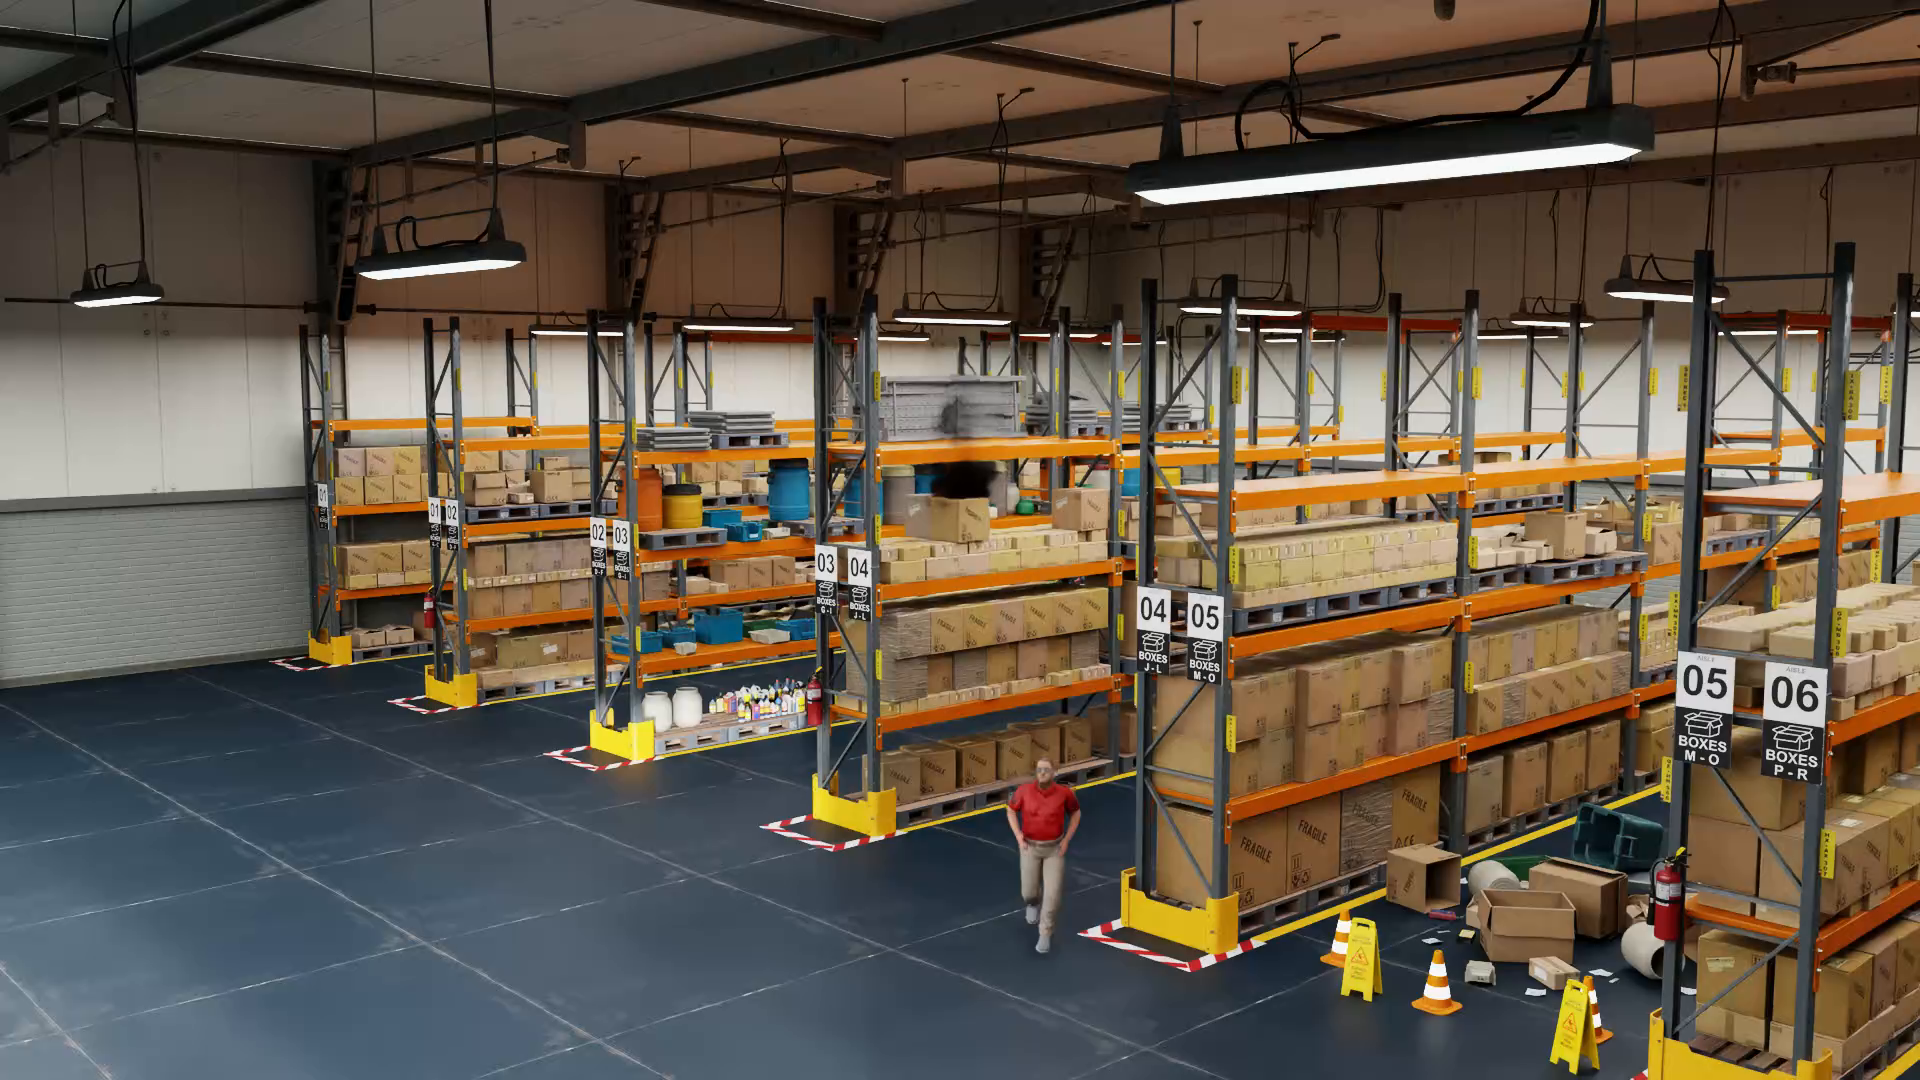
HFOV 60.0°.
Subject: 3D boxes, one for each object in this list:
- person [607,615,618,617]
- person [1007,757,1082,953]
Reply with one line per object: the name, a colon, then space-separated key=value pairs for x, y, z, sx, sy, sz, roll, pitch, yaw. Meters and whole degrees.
person: x=-6.332 y=1.242 z=30.519 sx=0.624 sy=1.669 sz=0.856 roll=5 pitch=7 yaw=39
person: x=0.761 y=2.812 z=15.110 sx=0.680 sy=1.729 sz=0.711 roll=1 pitch=6 yaw=6
